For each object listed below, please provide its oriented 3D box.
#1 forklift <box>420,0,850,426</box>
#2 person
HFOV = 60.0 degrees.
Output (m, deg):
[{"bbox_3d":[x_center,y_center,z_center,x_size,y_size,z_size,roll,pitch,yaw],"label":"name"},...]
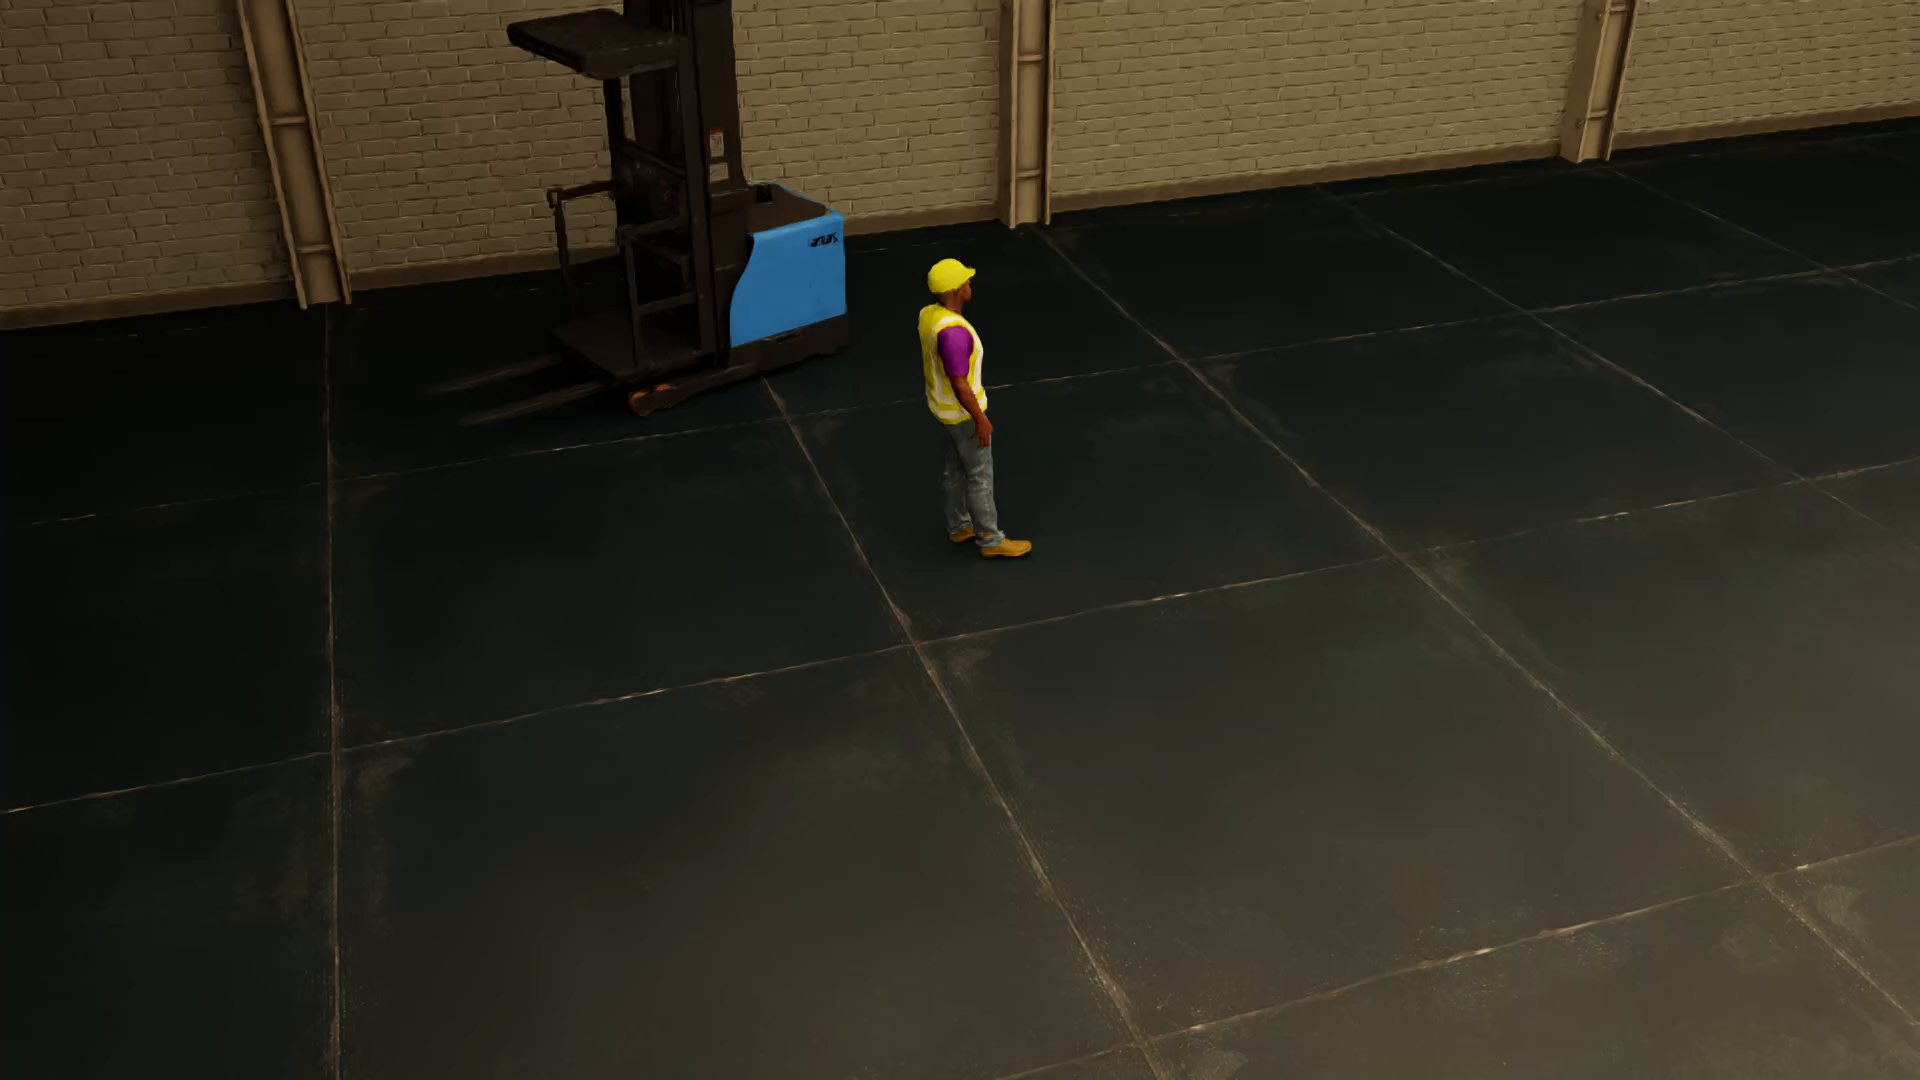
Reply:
[{"bbox_3d":[-2.293,-2.427,11.305,3.031,2.935,1.130,-22,36,-33],"label":"forklift"},{"bbox_3d":[0.068,-0.780,9.597,0.576,1.766,0.665,-10,31,-16],"label":"person"}]
